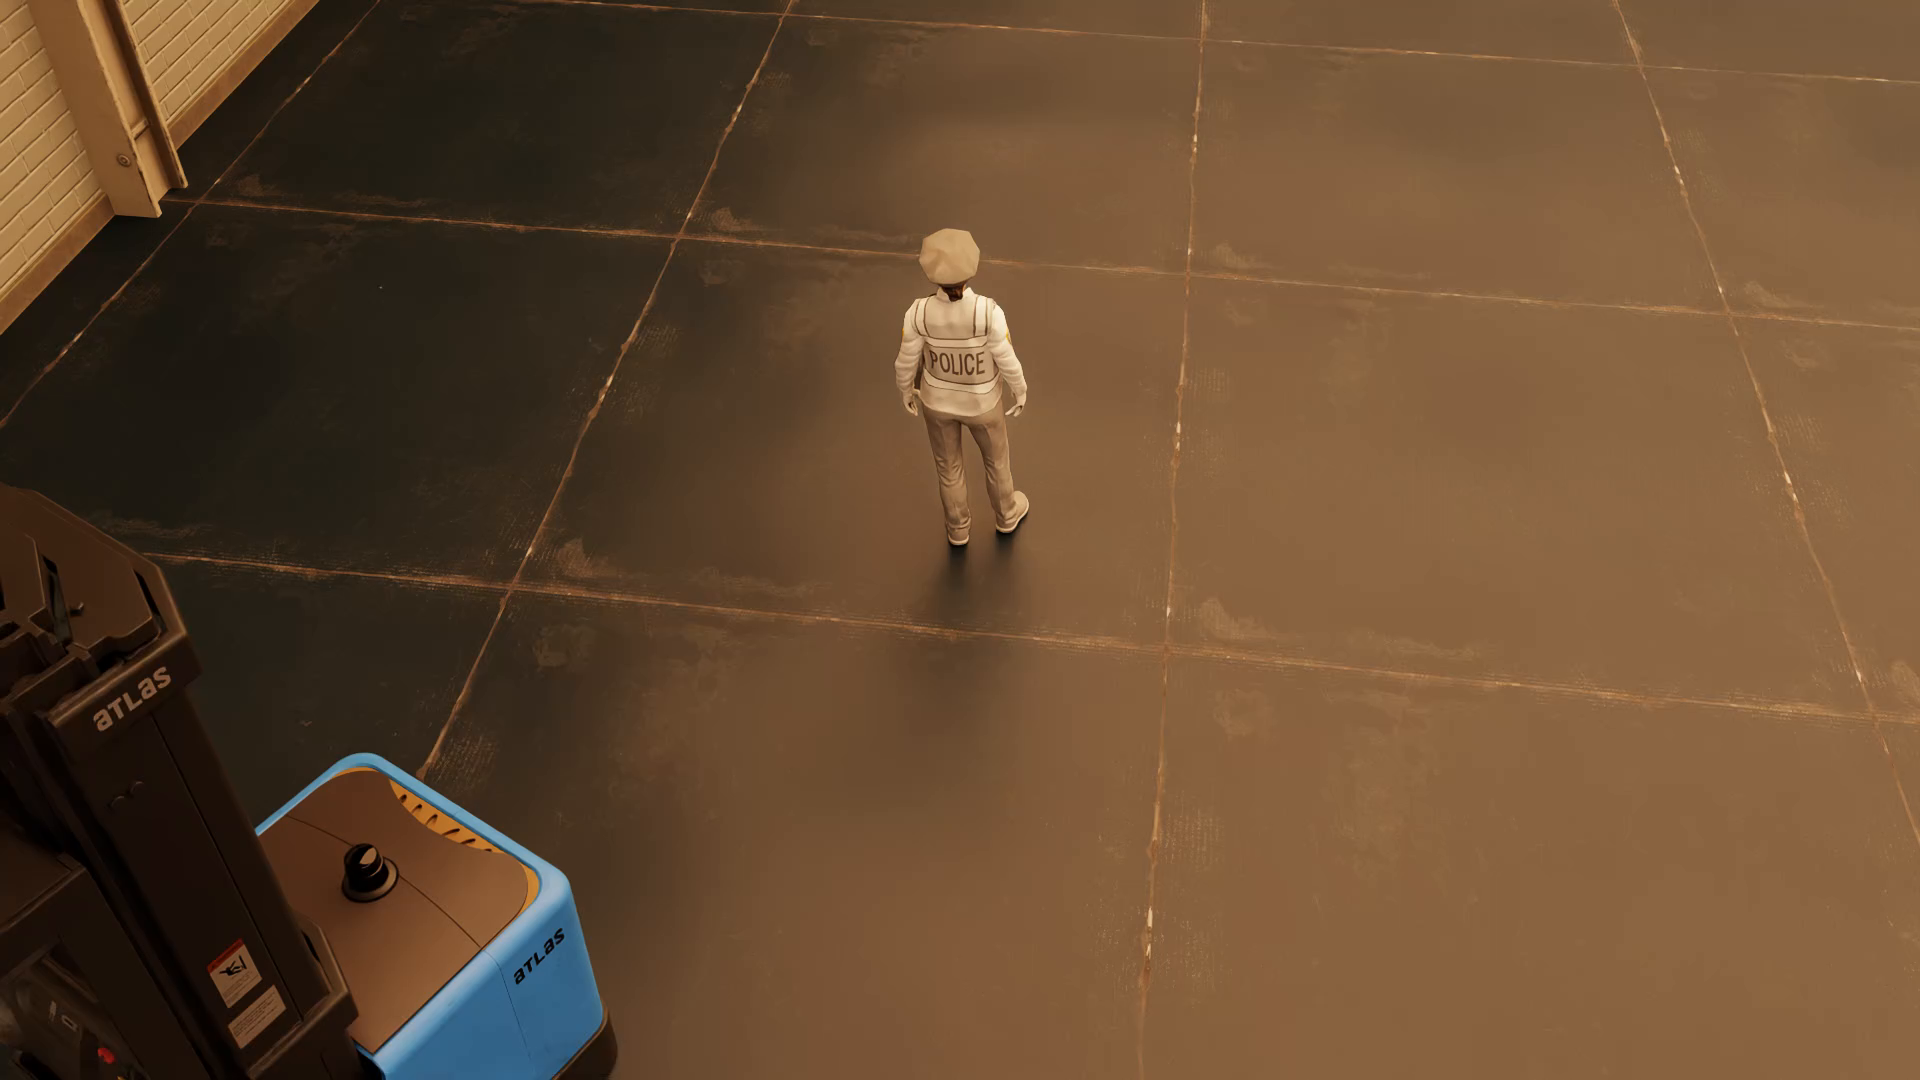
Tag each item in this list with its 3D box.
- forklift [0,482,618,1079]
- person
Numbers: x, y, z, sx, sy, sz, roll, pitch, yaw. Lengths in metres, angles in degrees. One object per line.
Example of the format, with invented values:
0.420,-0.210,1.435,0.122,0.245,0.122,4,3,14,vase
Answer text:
-2.442,1.406,4.194,1.130,2.935,3.031,25,48,24,forklift
0.016,-0.675,7.363,0.586,1.694,0.530,5,43,6,person
